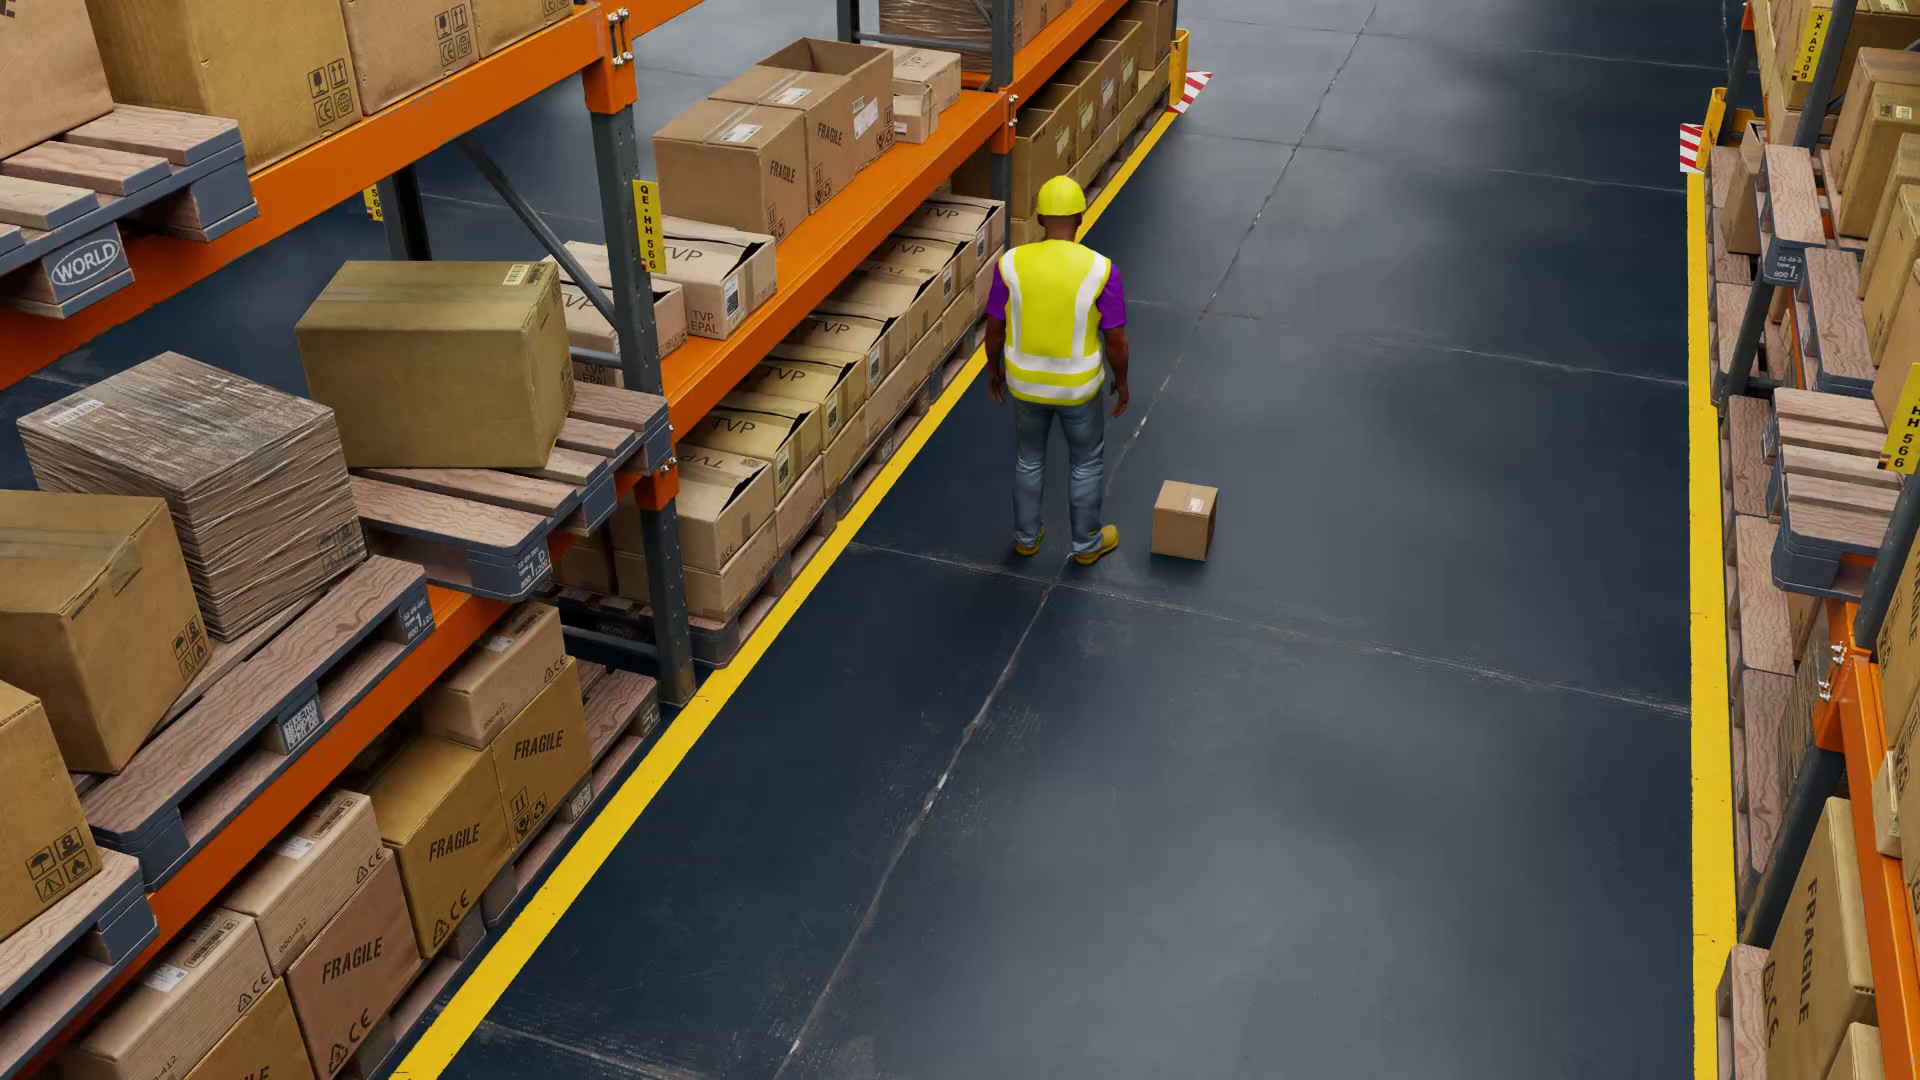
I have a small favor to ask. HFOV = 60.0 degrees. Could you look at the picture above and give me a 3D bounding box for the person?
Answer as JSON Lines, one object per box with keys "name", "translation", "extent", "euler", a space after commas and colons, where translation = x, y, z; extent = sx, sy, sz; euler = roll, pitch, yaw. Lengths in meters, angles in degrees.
{"name": "person", "translation": [0.423, -0.709, 7.213], "extent": [0.631, 1.759, 0.461], "euler": [9, 34, 14]}
